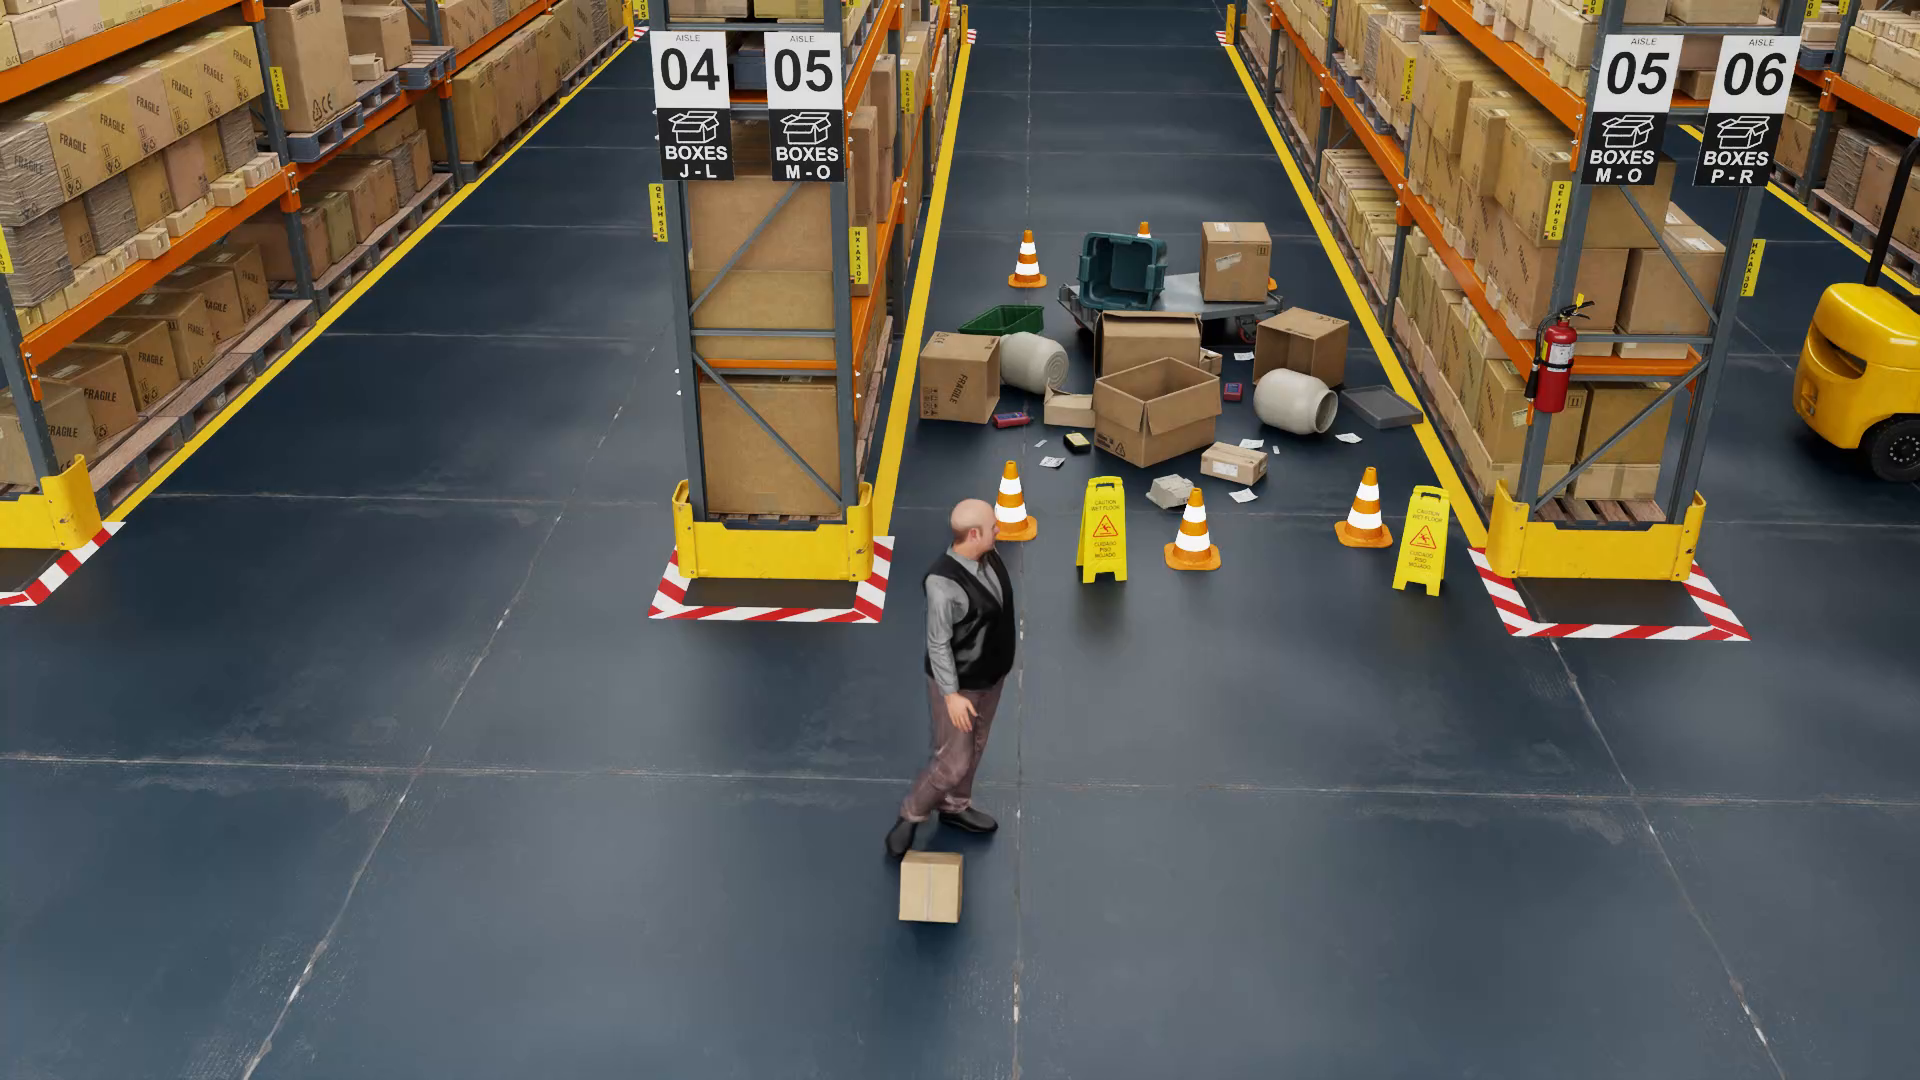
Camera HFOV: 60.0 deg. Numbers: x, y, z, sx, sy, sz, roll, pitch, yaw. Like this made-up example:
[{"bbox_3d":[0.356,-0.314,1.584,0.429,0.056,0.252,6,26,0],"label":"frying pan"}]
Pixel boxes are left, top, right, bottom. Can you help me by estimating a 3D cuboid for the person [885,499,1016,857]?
[{"bbox_3d":[-0.032,0.619,7.439,0.450,1.715,0.696,16,32,28],"label":"person"}]
